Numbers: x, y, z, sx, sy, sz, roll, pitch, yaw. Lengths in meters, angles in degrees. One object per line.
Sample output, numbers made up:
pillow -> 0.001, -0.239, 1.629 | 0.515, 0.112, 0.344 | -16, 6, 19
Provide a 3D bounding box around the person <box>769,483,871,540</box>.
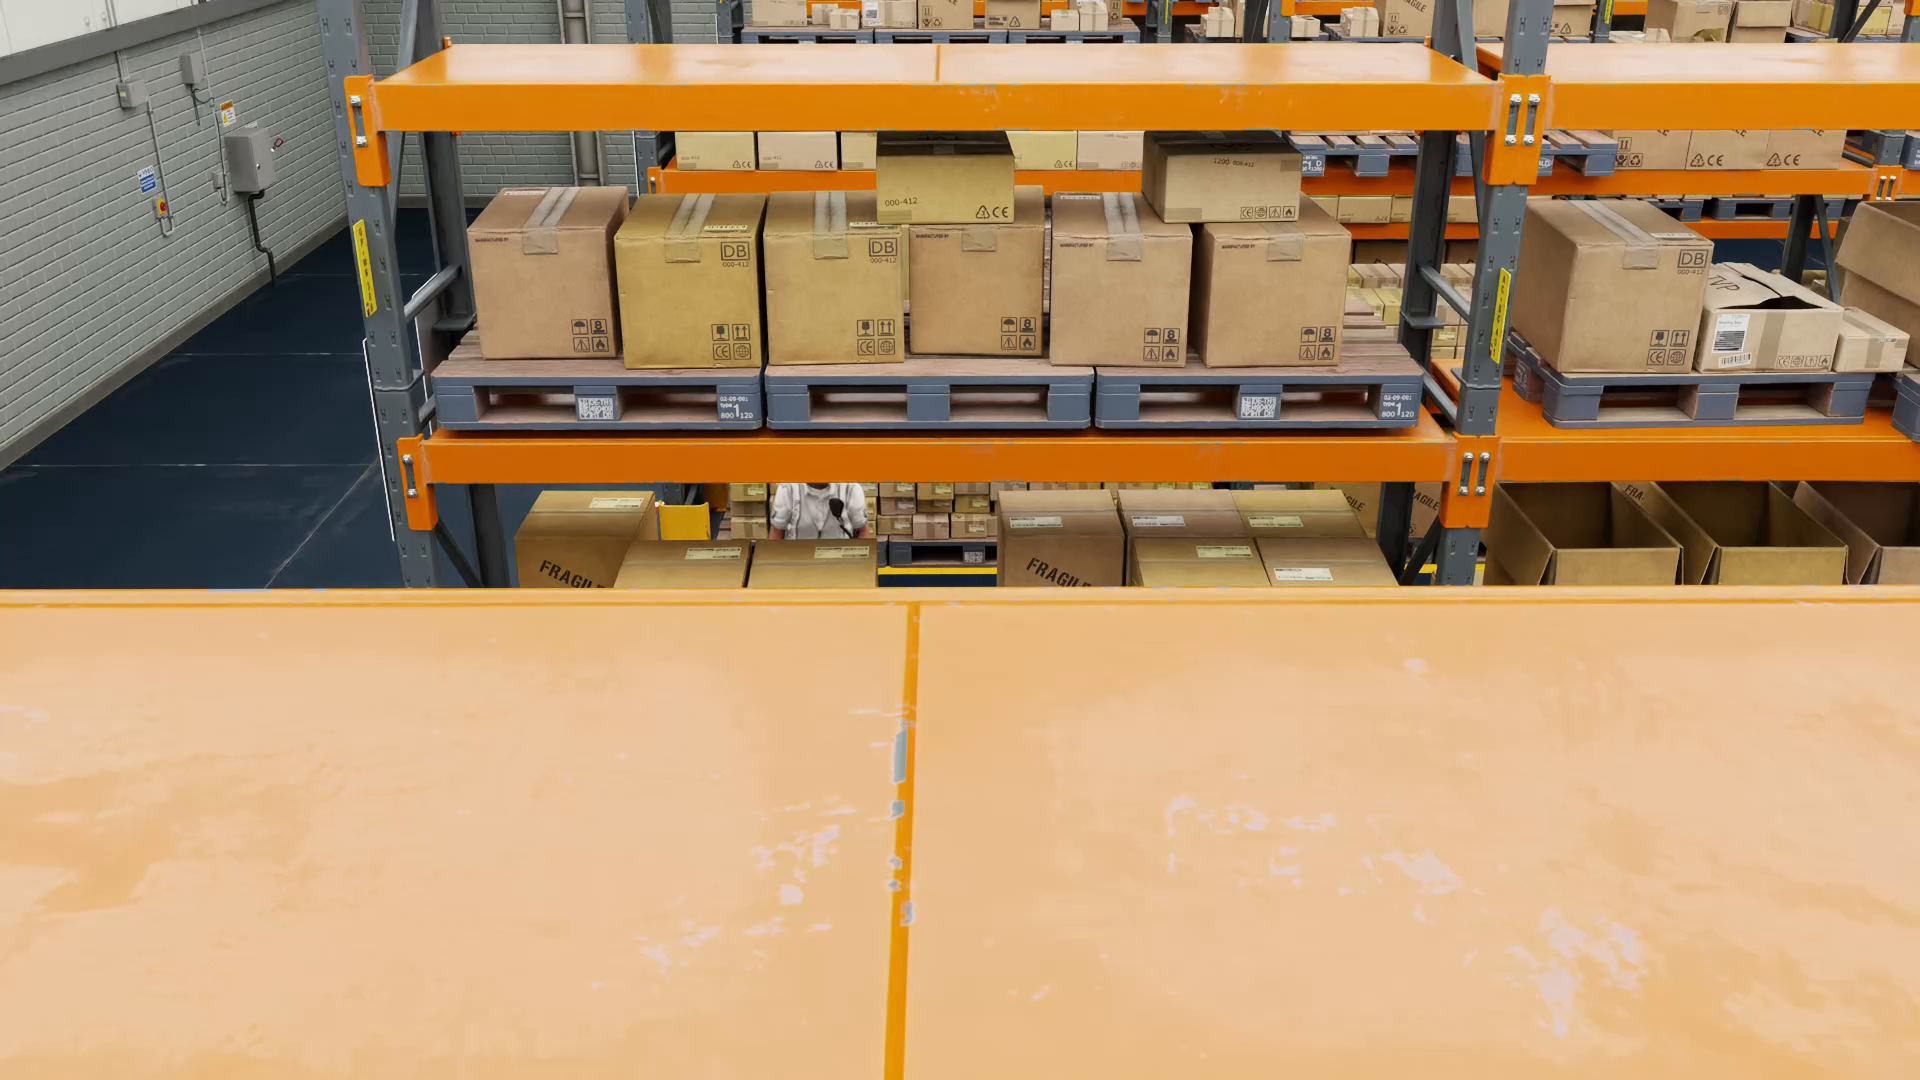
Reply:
person -> -0.813, 0.198, 9.648 | 0.598, 1.747, 0.437 | -2, 24, -4
